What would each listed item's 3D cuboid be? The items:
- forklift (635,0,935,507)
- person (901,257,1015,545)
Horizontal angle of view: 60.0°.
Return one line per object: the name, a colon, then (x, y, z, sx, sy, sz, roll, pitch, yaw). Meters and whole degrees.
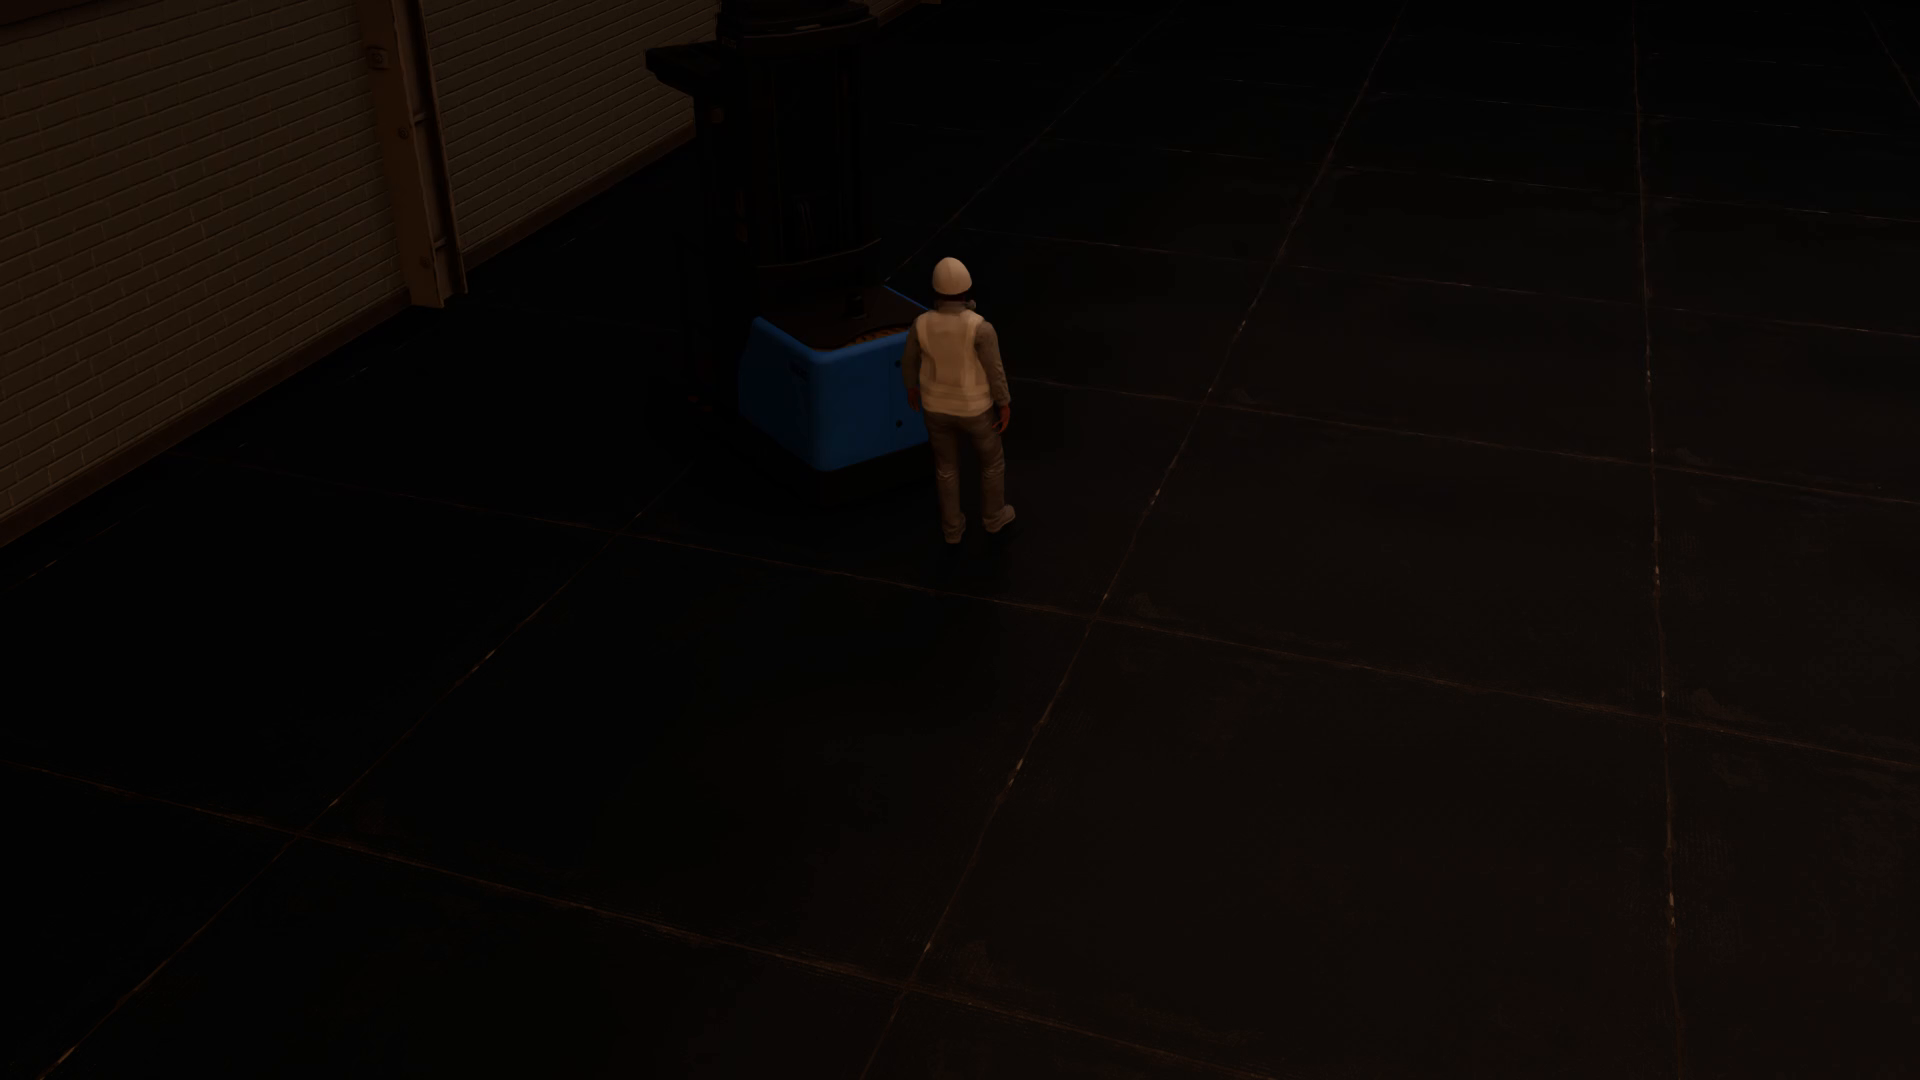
forklift: (-1.292, -2.159, 10.924, 1.130, 2.935, 3.031, -19, 35, -30)
person: (-0.006, -0.843, 9.799, 0.669, 1.771, 0.542, 8, 31, 14)
